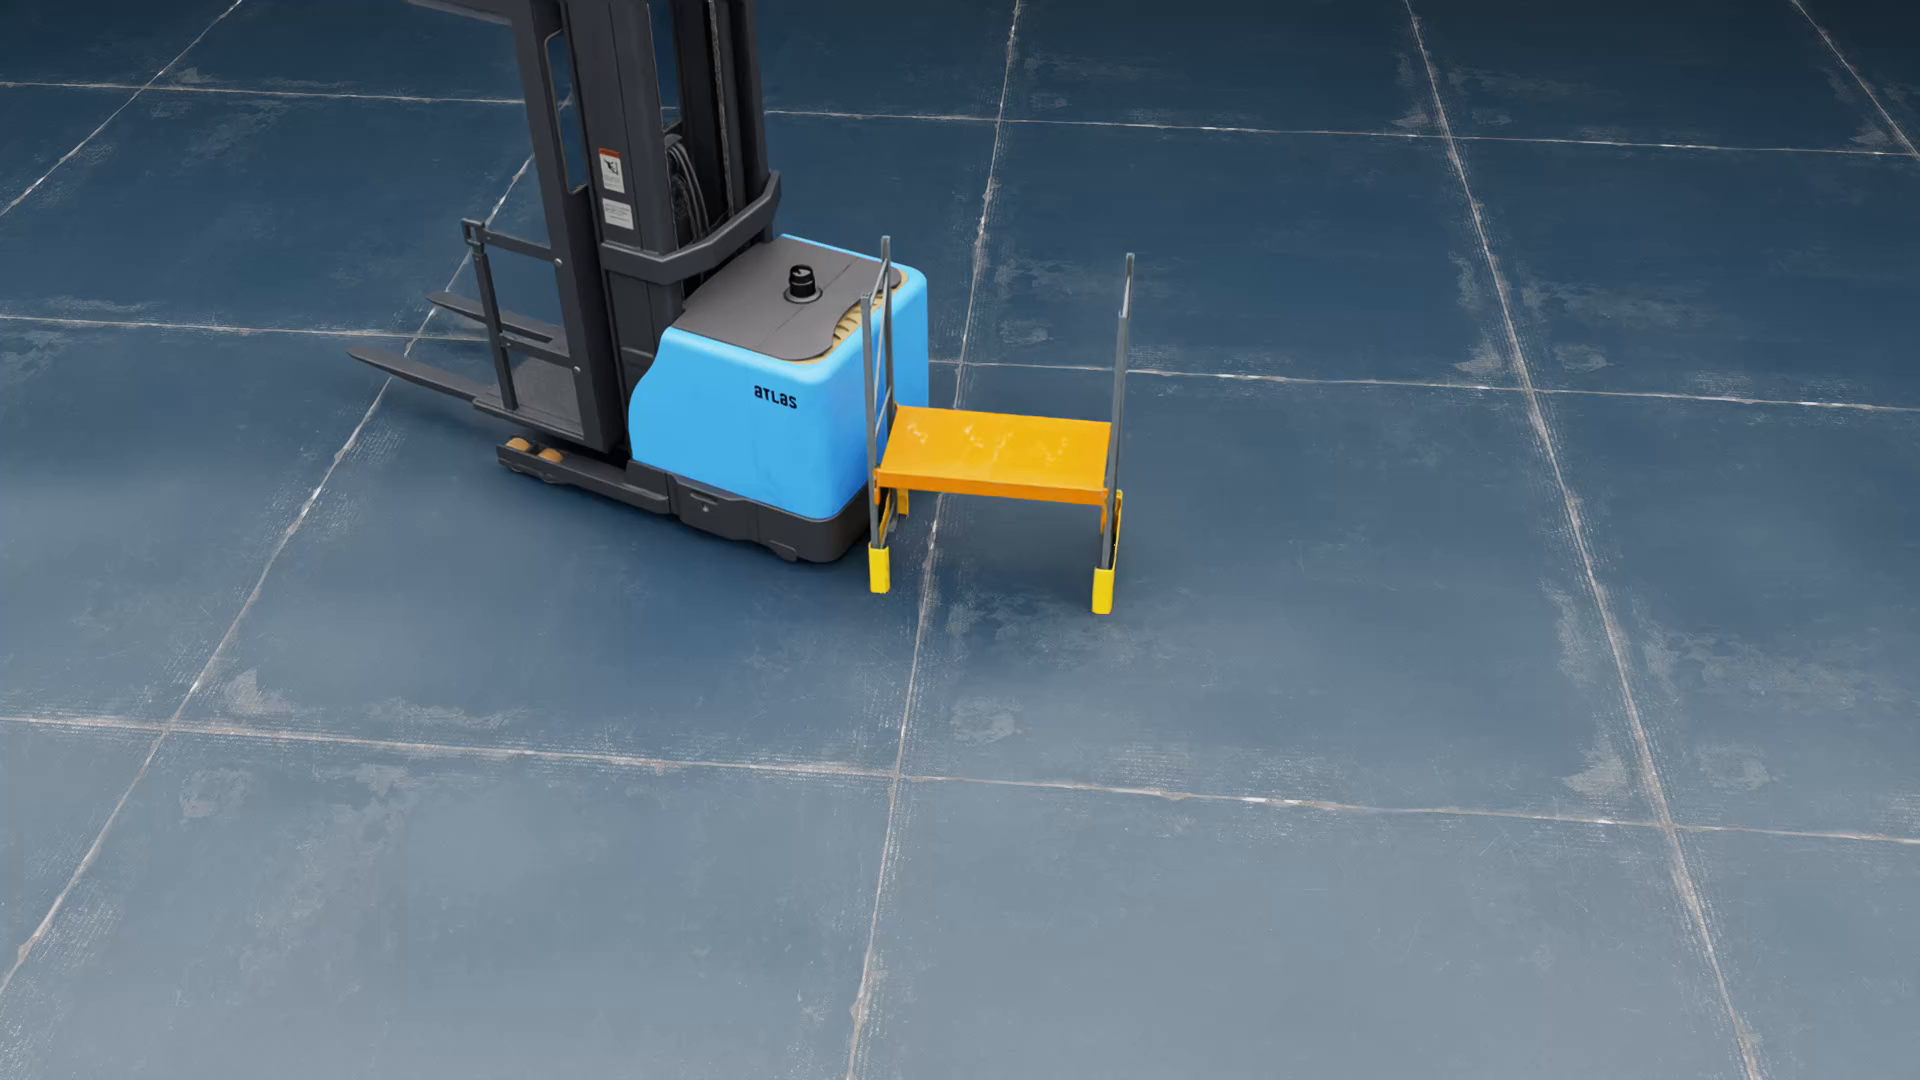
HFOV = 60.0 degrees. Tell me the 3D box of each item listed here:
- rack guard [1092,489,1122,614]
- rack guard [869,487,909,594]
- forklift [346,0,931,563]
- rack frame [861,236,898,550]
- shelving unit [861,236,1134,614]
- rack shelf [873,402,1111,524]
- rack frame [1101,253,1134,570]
[{"bbox_3d":[0.663,0.047,7.495,0.087,0.250,0.587,5,39,6],"label":"rack guard"},{"bbox_3d":[-0.323,-0.041,7.603,0.087,0.250,0.587,5,39,6],"label":"rack guard"},{"bbox_3d":[-1.684,-1.689,7.503,3.031,2.935,1.130,18,43,21],"label":"forklift"},{"bbox_3d":[-0.342,-0.528,7.210,0.032,1.500,0.500,5,39,6],"label":"rack frame"},{"bbox_3d":[0.170,-0.482,7.154,1.083,1.500,0.587,5,39,6],"label":"shelving unit"},{"bbox_3d":[0.161,-0.343,7.269,1.000,0.185,0.538,5,39,6],"label":"rack shelf"},{"bbox_3d":[0.665,-0.438,7.100,0.032,1.500,0.500,5,39,6],"label":"rack frame"}]
